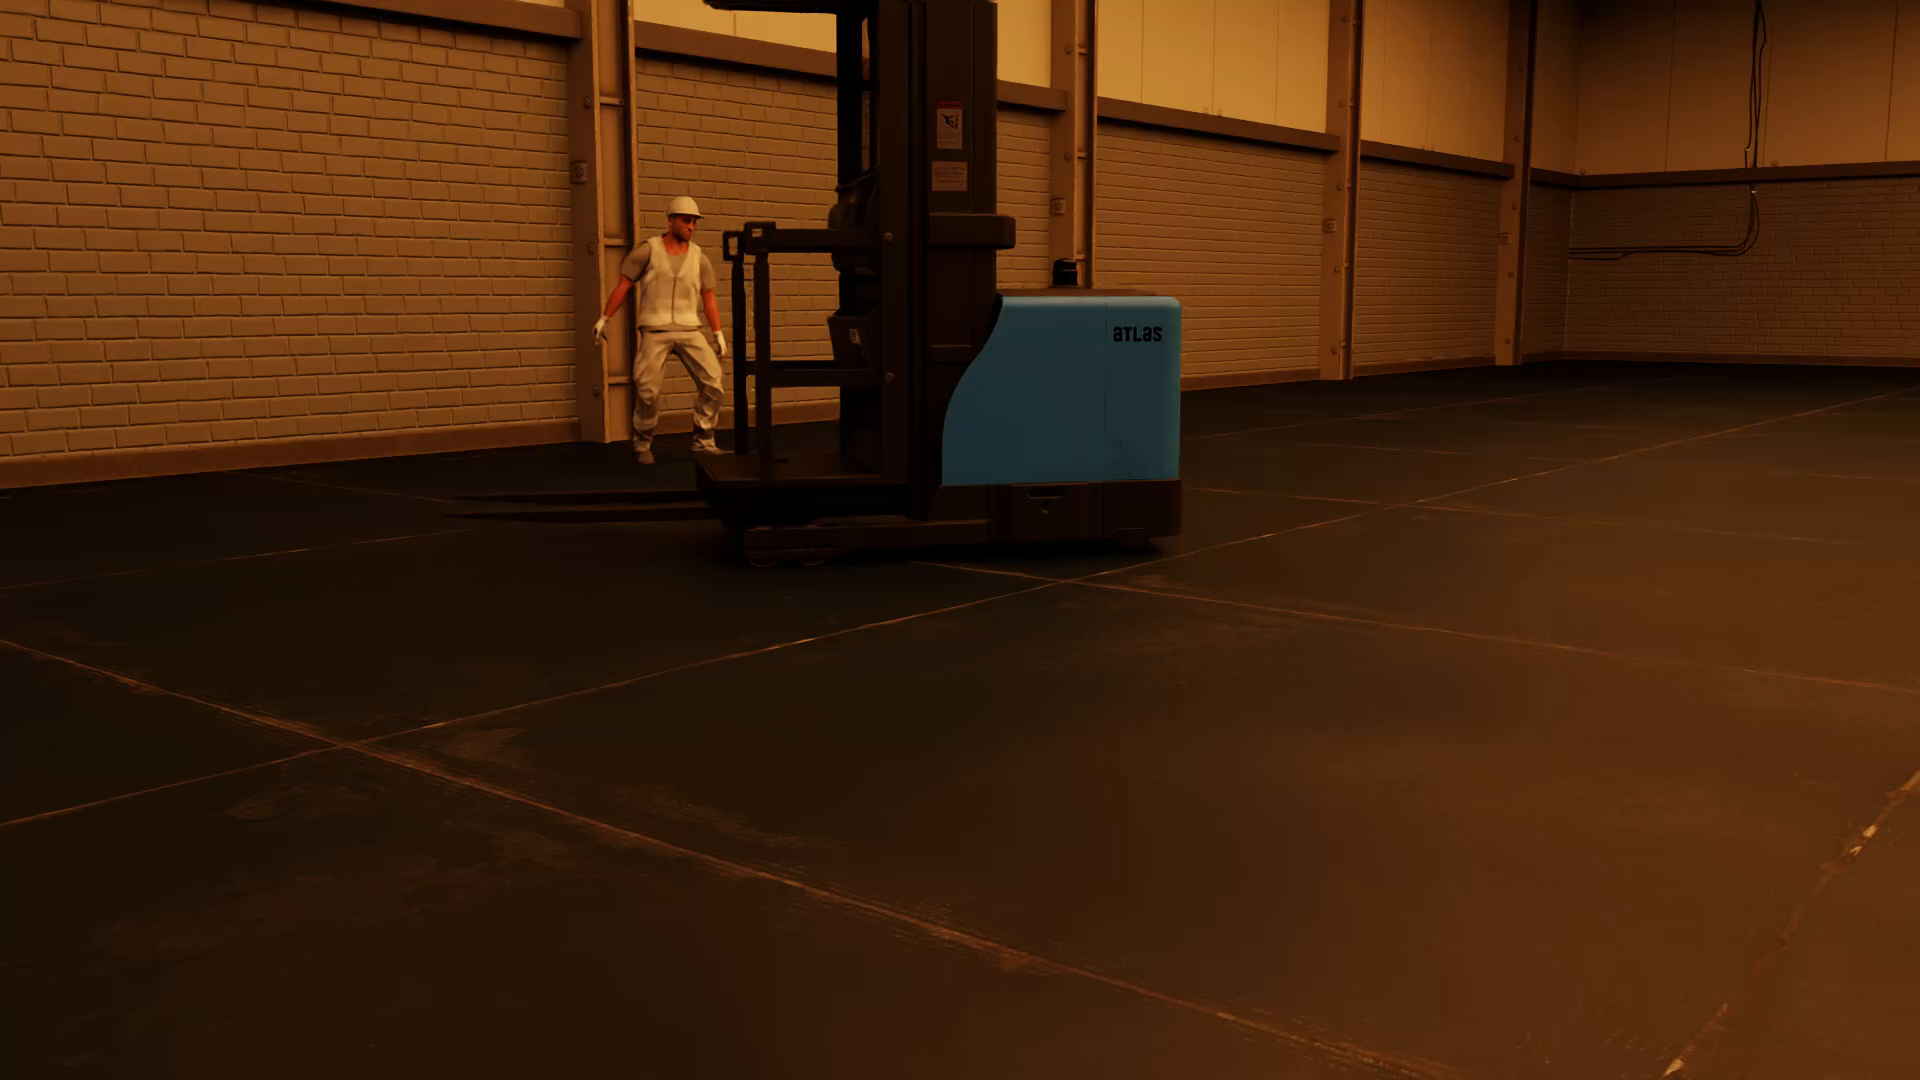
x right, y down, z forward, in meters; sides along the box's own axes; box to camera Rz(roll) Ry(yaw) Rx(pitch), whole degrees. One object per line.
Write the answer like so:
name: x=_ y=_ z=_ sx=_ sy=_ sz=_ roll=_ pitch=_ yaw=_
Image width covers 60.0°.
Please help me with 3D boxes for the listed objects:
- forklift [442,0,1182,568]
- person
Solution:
forklift: x=-0.630 y=-1.423 z=7.004 sx=3.031 sy=2.935 sz=1.130 roll=-2 pitch=9 yaw=-13
person: x=-1.926 y=-1.339 z=10.786 sx=0.892 sy=1.744 sz=0.502 roll=-3 pitch=9 yaw=-20
